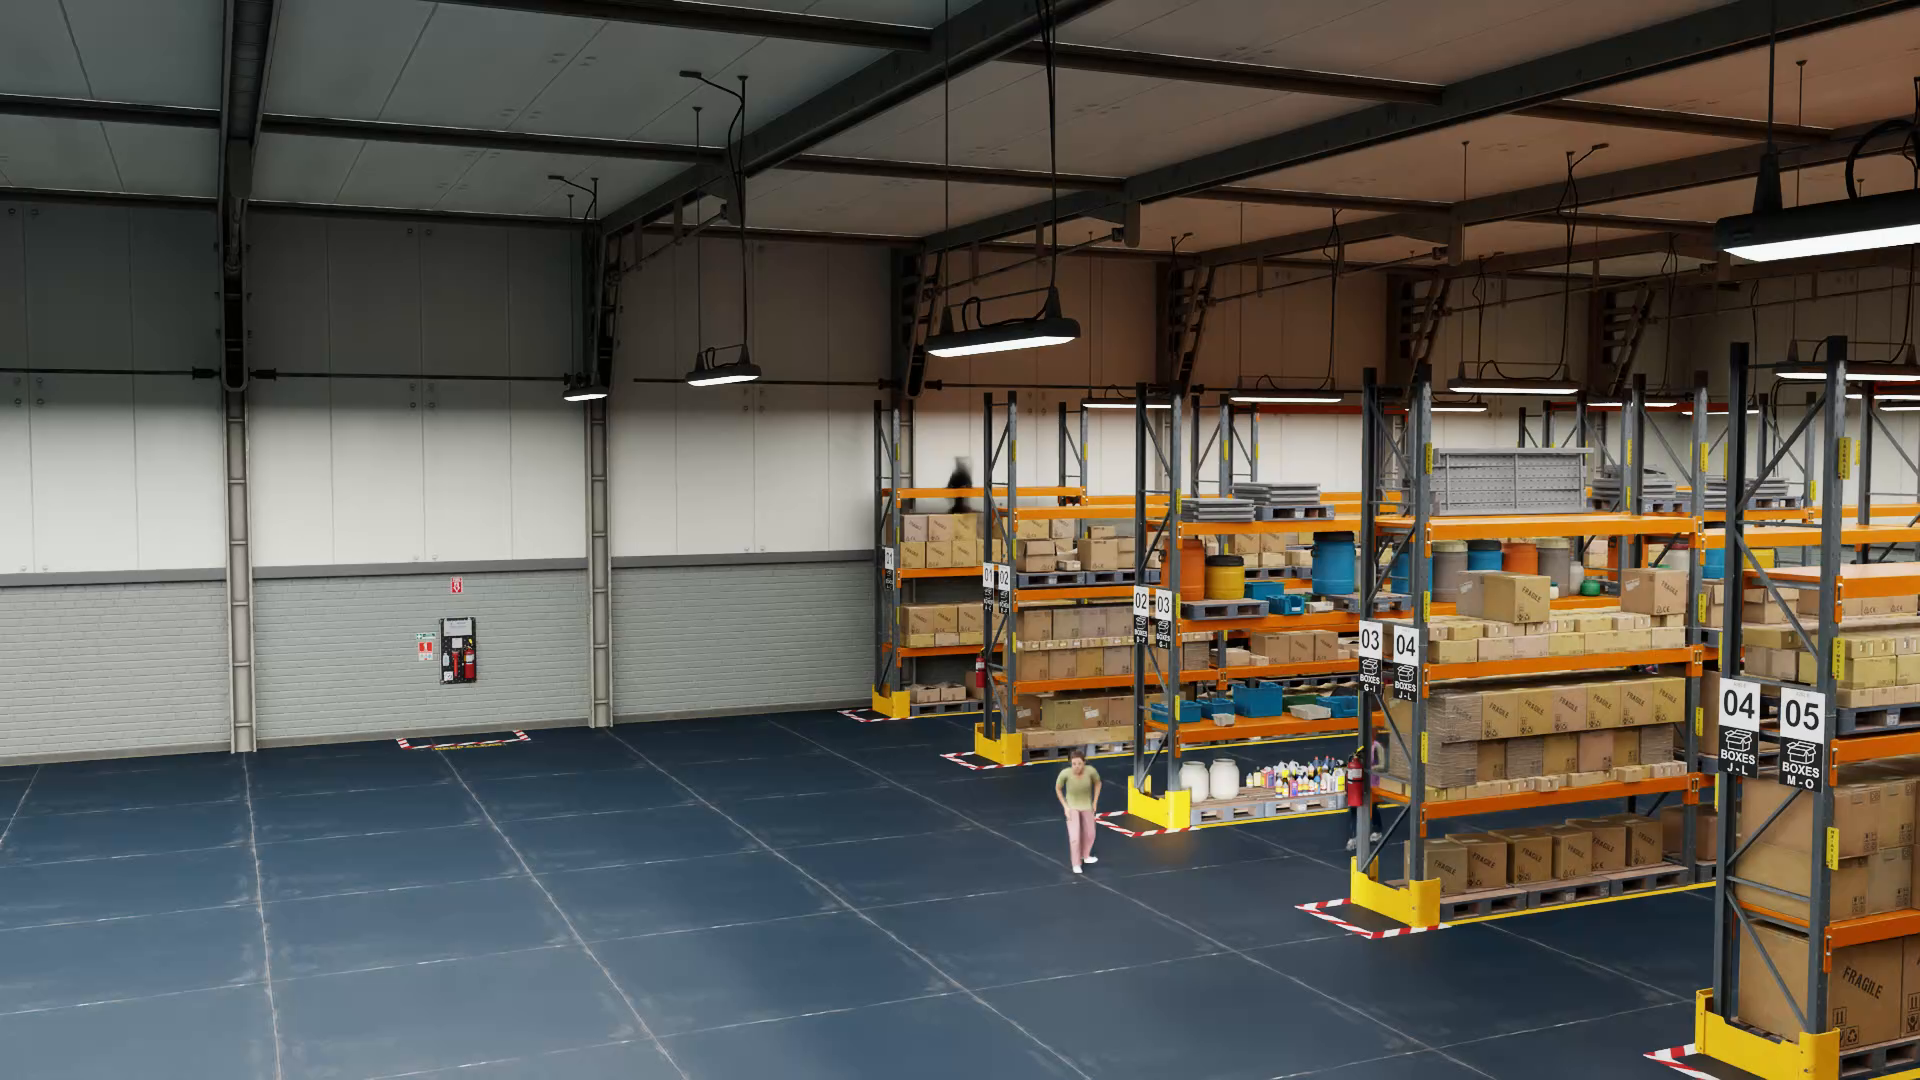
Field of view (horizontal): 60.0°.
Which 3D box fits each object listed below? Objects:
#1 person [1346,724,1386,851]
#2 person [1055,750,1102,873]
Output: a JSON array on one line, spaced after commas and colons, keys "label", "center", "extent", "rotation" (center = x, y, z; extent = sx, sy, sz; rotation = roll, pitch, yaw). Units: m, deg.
[{"label": "person", "center": [5.241, 3.134, 21.189], "extent": [0.515, 1.632, 0.651], "rotation": [3, 4, 42]}, {"label": "person", "center": [1.435, 3.234, 20.048], "extent": [0.629, 1.532, 0.822], "rotation": [-1, 3, -13]}]
